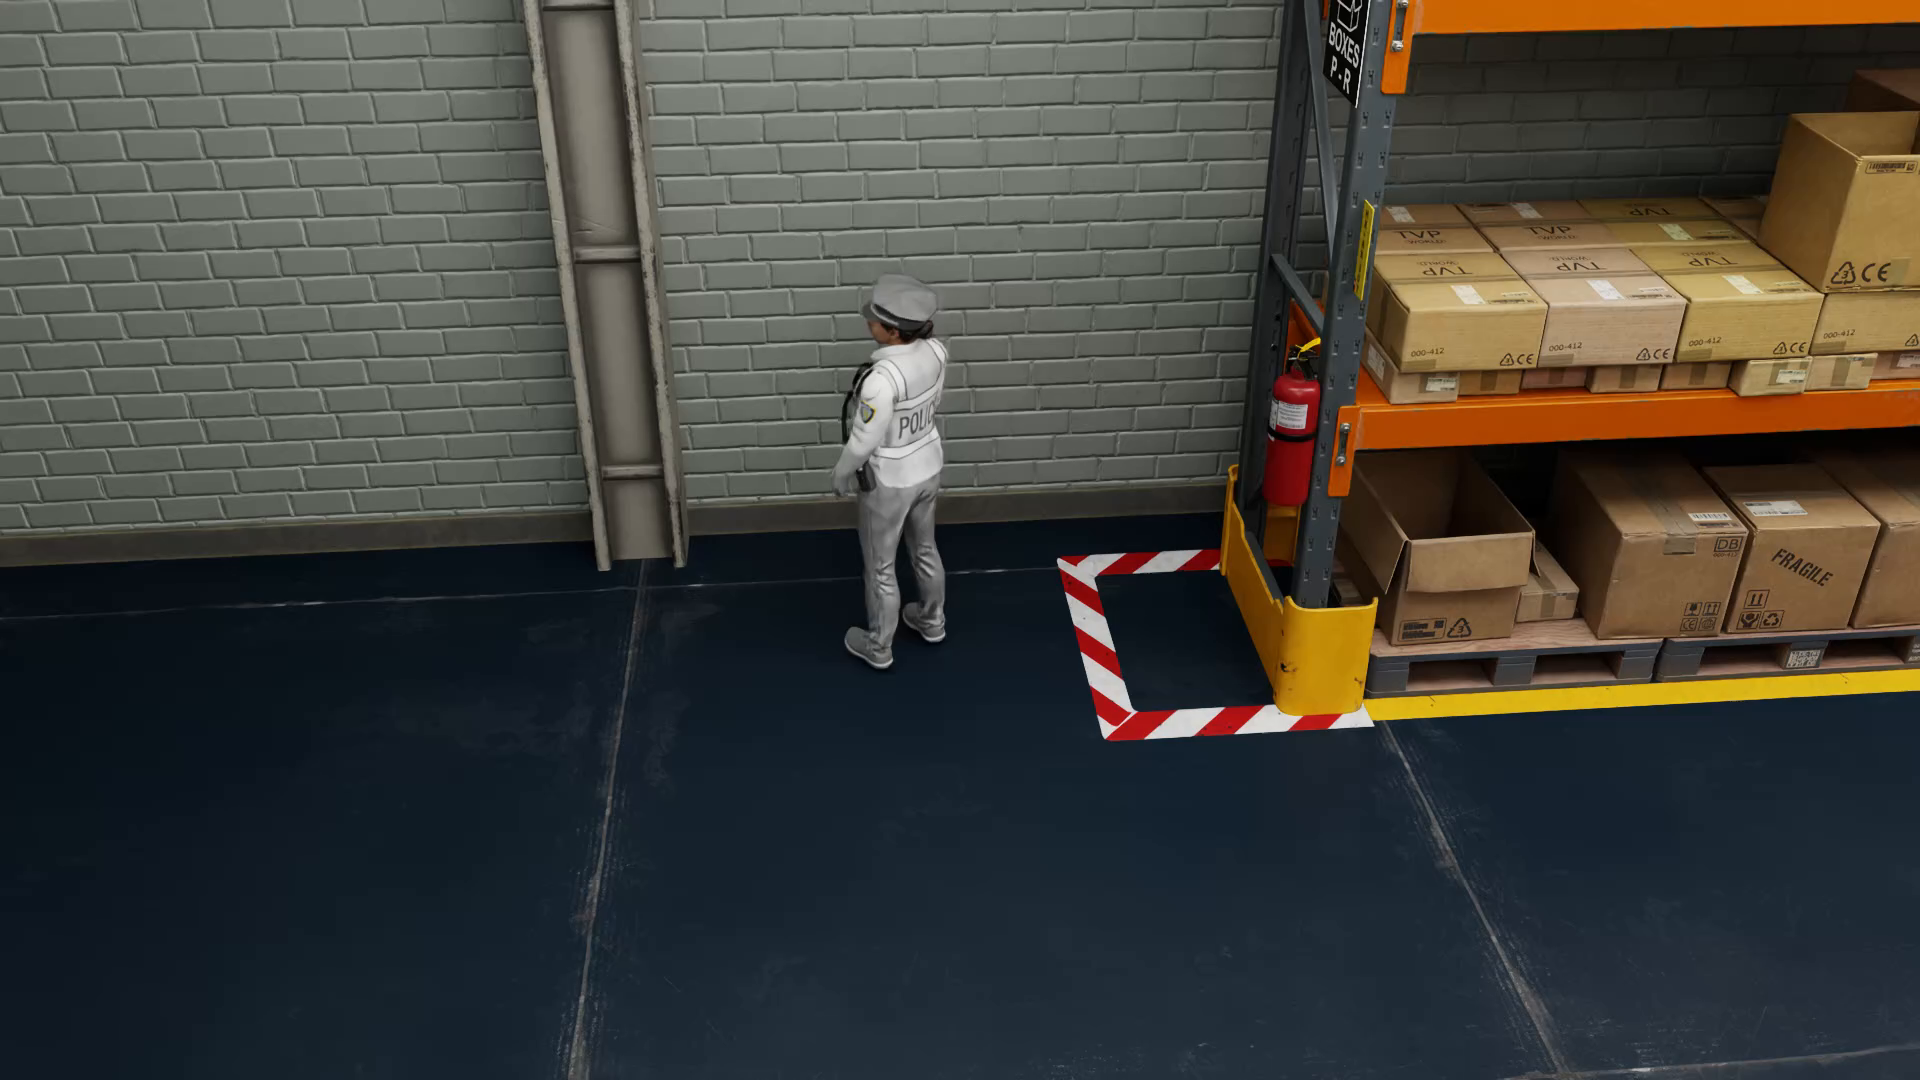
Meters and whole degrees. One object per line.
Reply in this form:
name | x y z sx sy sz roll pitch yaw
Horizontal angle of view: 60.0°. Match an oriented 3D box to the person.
person | -0.252 -0.262 6.510 0.447 1.692 0.558 20 37 30
